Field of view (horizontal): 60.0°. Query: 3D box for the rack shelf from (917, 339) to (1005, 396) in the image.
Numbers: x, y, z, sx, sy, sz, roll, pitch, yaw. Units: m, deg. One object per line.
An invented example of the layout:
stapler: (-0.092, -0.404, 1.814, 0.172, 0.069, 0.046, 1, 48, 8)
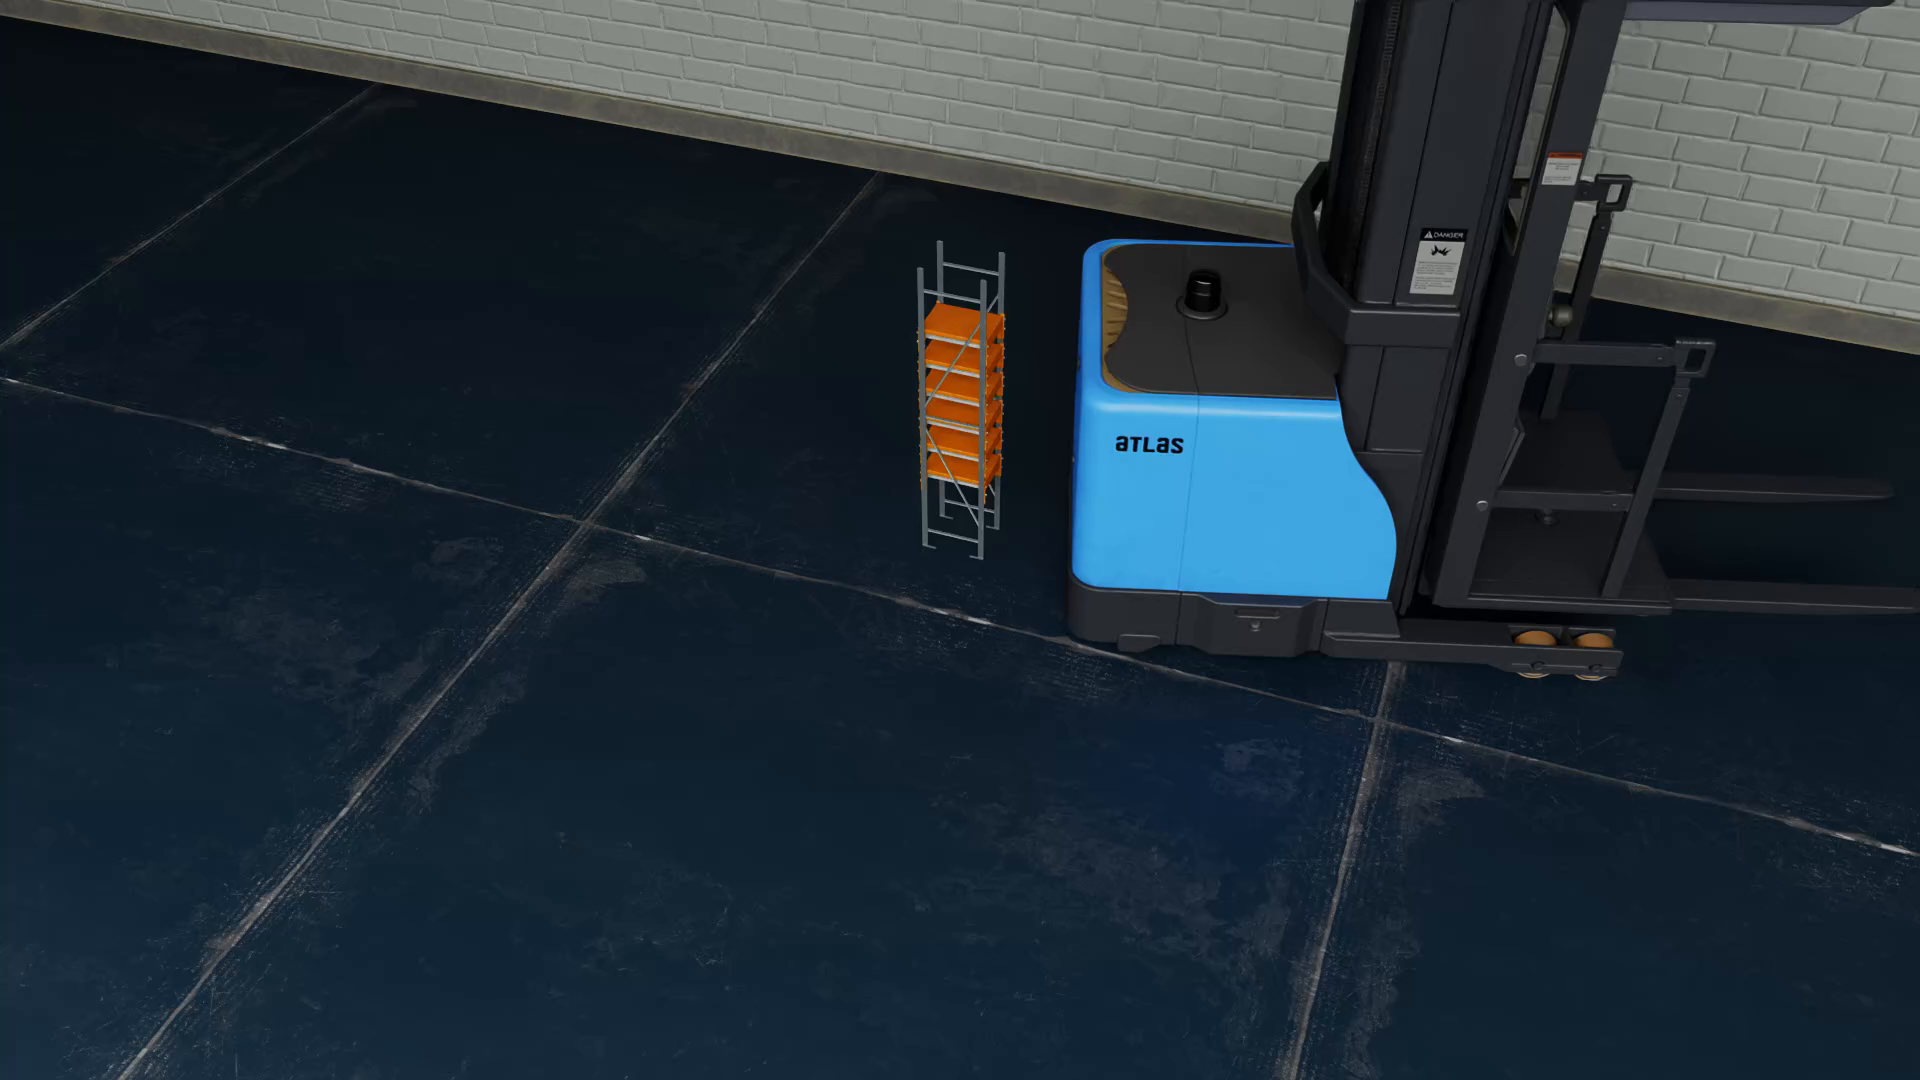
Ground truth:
rack shelf: (0.005, -0.614, 5.744, 0.258, 0.103, 0.180, 13, 42, 15)

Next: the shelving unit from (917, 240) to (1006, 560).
shelving unit: (0.005, -0.465, 5.871, 0.258, 1.200, 0.189, 13, 42, 15)

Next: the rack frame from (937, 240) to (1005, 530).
rack frame: (0.036, -0.521, 5.936, 0.240, 1.200, 0.006, 13, 42, 15)

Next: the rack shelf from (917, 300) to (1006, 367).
rack shelf: (0.005, -0.705, 5.666, 0.258, 0.103, 0.180, 13, 42, 15)

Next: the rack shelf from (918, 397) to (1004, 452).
rack shelf: (0.005, -0.431, 5.900, 0.258, 0.103, 0.180, 13, 42, 15)

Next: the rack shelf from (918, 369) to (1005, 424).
rack shelf: (0.005, -0.523, 5.822, 0.258, 0.103, 0.180, 13, 42, 15)

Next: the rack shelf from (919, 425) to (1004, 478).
rack shelf: (0.005, -0.340, 5.978, 0.258, 0.103, 0.180, 13, 42, 15)

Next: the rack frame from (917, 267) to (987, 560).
rack frame: (-0.026, -0.409, 5.806, 0.240, 1.200, 0.006, 13, 42, 15)

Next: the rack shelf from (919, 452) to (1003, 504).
rack shelf: (0.005, -0.249, 6.056, 0.258, 0.103, 0.180, 13, 42, 15)

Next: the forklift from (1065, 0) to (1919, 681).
forklift: (1.905, -0.993, 5.156, 3.031, 2.935, 1.130, 2, 41, 3)
